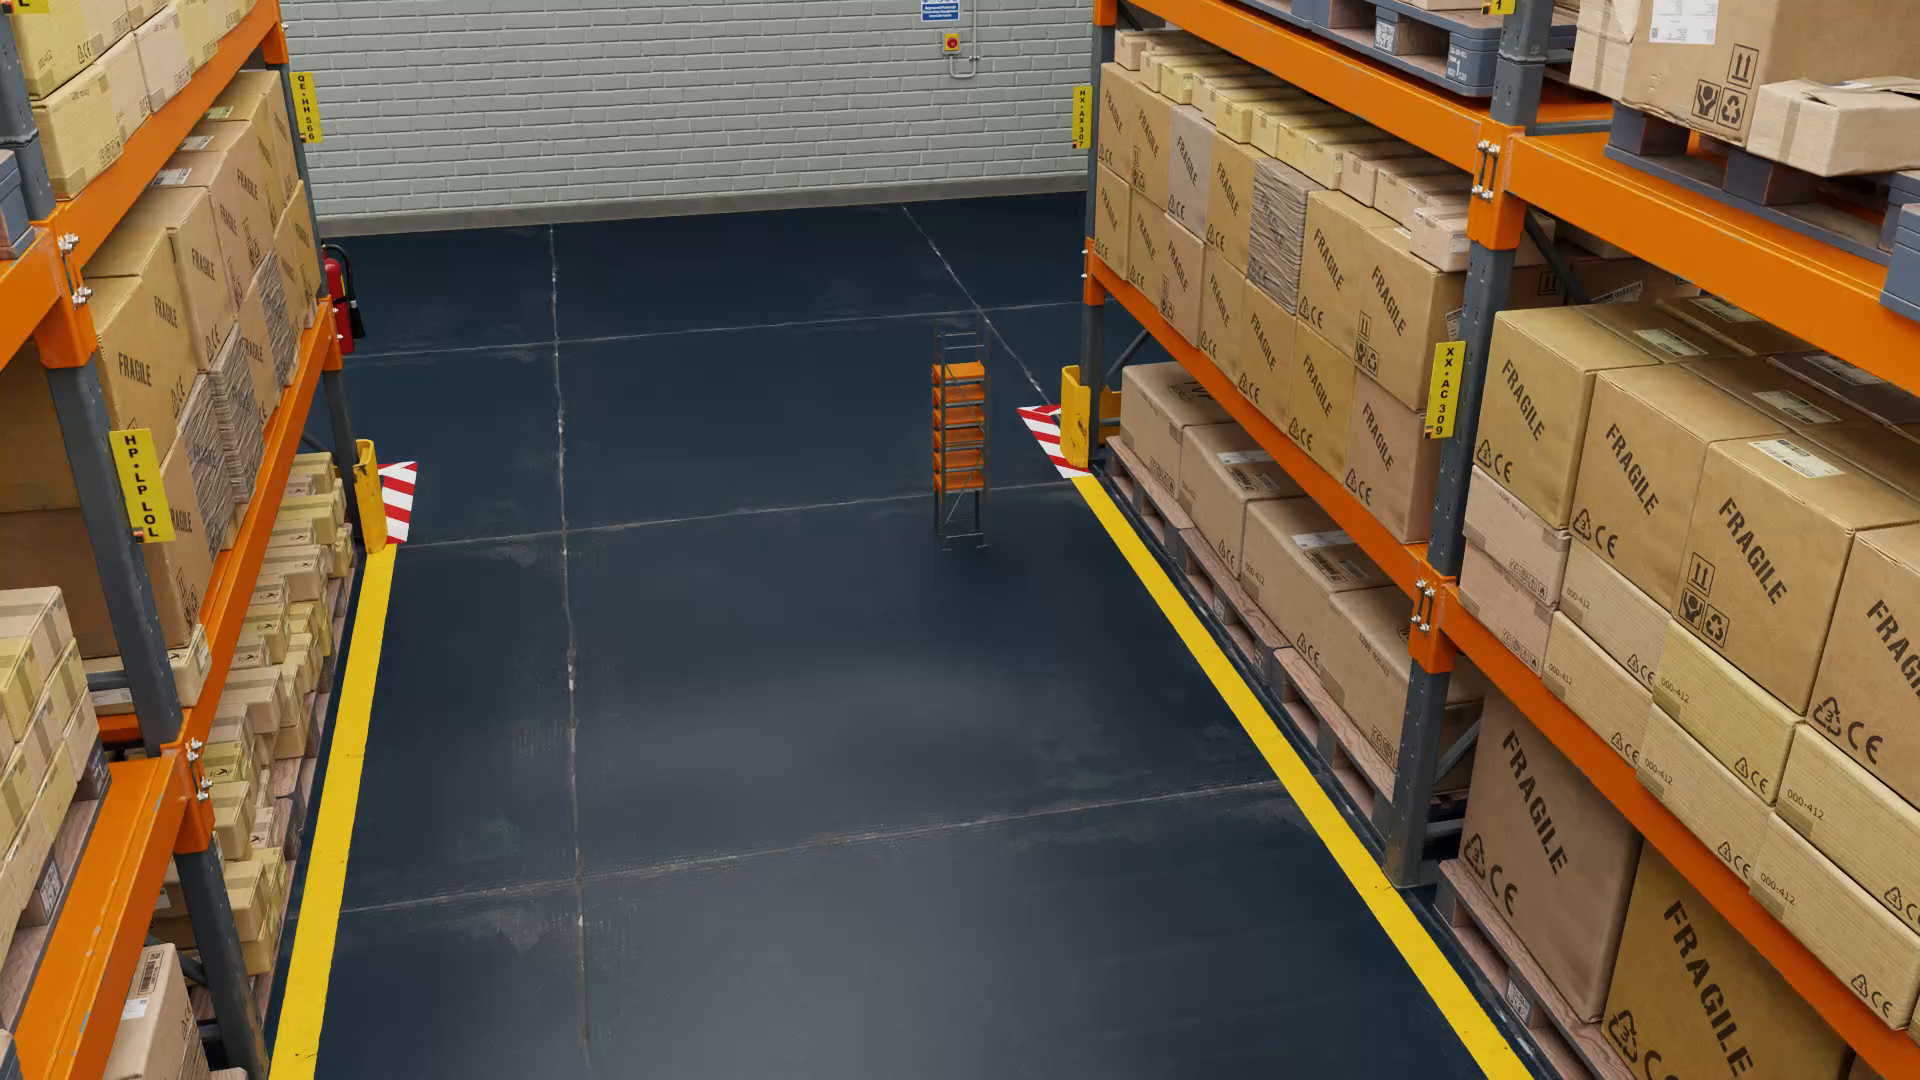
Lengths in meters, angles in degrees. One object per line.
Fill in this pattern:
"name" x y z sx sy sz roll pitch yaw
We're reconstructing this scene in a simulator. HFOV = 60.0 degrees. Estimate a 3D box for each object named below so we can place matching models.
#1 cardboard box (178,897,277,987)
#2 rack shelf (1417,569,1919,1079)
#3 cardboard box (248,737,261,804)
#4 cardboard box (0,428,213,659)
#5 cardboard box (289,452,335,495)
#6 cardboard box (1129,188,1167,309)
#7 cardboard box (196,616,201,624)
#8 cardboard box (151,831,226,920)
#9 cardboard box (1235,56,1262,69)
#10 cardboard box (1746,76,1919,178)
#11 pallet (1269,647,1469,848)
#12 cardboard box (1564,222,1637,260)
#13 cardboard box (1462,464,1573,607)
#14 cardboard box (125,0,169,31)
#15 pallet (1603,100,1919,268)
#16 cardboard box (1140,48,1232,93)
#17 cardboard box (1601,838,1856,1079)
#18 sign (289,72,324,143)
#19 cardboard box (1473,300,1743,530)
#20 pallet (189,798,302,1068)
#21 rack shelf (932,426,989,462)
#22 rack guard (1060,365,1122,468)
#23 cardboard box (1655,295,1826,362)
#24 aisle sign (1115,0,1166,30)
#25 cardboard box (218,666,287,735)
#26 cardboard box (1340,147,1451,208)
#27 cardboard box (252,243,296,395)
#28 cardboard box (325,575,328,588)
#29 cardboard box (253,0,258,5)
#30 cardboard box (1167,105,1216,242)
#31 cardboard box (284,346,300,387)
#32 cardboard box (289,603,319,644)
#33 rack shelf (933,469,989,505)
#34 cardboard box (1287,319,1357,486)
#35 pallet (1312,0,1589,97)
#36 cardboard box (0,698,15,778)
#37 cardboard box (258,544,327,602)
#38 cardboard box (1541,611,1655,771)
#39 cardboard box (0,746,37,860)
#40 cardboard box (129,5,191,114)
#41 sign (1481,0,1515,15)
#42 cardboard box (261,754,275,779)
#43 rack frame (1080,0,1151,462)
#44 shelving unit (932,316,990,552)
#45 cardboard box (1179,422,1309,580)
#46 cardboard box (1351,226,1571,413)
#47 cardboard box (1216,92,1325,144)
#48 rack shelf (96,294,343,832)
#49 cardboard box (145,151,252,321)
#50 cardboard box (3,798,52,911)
"cardboard box" -2.479 1.327 5.490 0.380 0.149 0.250 -7 28 -14
"rack shelf" 2.541 1.086 4.068 1.077 0.370 4.000 -6 27 -12
"cardboard box" -2.772 0.871 6.064 0.380 0.149 0.250 -7 28 -14
"cardboard box" -2.576 0.013 4.953 0.500 0.500 0.500 -6 27 -13
"cardboard box" -3.245 -0.296 8.045 0.380 0.149 0.250 -6 27 -11
"cardboard box" 1.158 -1.455 8.192 0.500 0.500 0.500 -6 27 -12
"cardboard box" -2.585 0.283 5.140 0.380 0.149 0.250 -5 27 -10
"cardboard box" -2.586 1.081 5.316 0.380 0.149 0.250 -5 27 -9
"cardboard box" 1.545 -2.403 8.242 0.380 0.149 0.250 -5 27 -11
"cardboard box" 2.034 -0.944 3.756 0.380 0.166 0.250 -8 28 -15
"pallet" 1.995 0.790 6.951 1.003 0.211 1.213 -6 27 -12
"cardboard box" 2.272 -1.059 5.578 0.380 0.149 0.250 -6 27 -12
"cardboard box" 1.915 -0.048 5.127 0.500 0.250 0.500 -7 28 -13
"cardboard box" -2.792 -1.739 5.148 0.500 0.250 0.500 -5 27 -11
"pallet" 2.345 -0.969 4.225 0.805 0.209 1.217 -7 28 -14
"cardboard box" 1.074 -2.232 7.903 0.380 0.149 0.250 -5 27 -10
"cardboard box" 2.519 1.308 4.722 0.875 0.875 0.875 -5 27 -10
"sign" -3.066 -2.028 7.803 0.100 0.325 0.005 -6 27 -12
"cardboard box" 1.909 -0.382 4.957 0.500 0.500 0.500 -6 27 -11
"pallet" -2.896 1.388 5.767 1.003 0.211 1.213 -6 27 -12
"rack shelf" 0.003 -0.490 8.487 0.258 0.103 0.180 -6 27 -12
"rack guard" 1.183 -0.764 9.708 1.175 0.500 0.348 -6 27 -12
"cardboard box" 2.435 -0.433 5.059 0.500 0.500 0.500 -5 27 -10
"aisle sign" 0.890 -3.032 8.543 0.394 0.787 0.004 -6 27 -12
"cardboard box" -2.754 0.616 6.238 0.380 0.149 0.250 -5 27 -10
"cardboard box" 1.636 -1.343 6.142 0.380 0.149 0.250 -6 27 -12
"cardboard box" -3.025 -0.880 6.724 0.500 0.500 0.500 -6 27 -11
"cardboard box" -3.157 0.200 7.722 0.380 0.149 0.250 -6 27 -12
"cardboard box" -3.251 -2.421 7.056 0.500 0.250 0.500 -7 28 -13
"cardboard box" 1.266 -1.669 7.508 0.500 0.500 0.500 -6 27 -12
"cardboard box" -3.092 -0.764 7.214 0.380 0.149 0.250 -5 27 -10
"cardboard box" -2.926 0.401 6.993 0.380 0.149 0.250 -5 27 -9
"rack shelf" 0.003 -0.275 8.595 0.258 0.103 0.180 -6 27 -12
"cardboard box" 1.615 -0.561 6.421 0.500 0.500 0.500 -7 28 -13
"pallet" 1.916 -1.773 5.703 1.003 0.211 1.213 -6 27 -12
"cardboard box" -2.311 0.481 3.621 0.380 0.149 0.250 -7 28 -13
"cardboard box" -2.951 0.154 7.155 0.380 0.149 0.250 -5 27 -10
"cardboard box" 2.050 0.401 4.793 0.500 0.250 0.500 -7 28 -13
"cardboard box" -2.314 0.605 3.705 0.380 0.149 0.250 -5 27 -9
"cardboard box" -2.777 -1.518 5.266 0.500 0.250 0.500 -5 27 -9
"sign" 1.550 -1.661 4.722 0.100 0.325 0.005 -6 27 -12
"cardboard box" -2.846 0.885 6.365 0.380 0.149 0.250 -7 28 -14
"rack frame" 1.189 -1.869 9.124 1.000 3.000 0.127 -6 27 -12
"shelving unit" 0.003 -0.529 8.467 0.258 1.200 0.189 -6 27 -12
"cardboard box" 1.649 -0.232 8.259 0.875 0.438 0.875 -5 27 -10
"cardboard box" 1.715 -0.783 5.752 0.500 0.500 0.500 -6 27 -12
"cardboard box" 1.307 -1.781 7.008 0.380 0.149 0.250 -7 28 -13
"rack shelf" -3.161 -0.123 6.463 1.077 0.370 4.000 -6 27 -12
"cardboard box" -2.903 -1.089 6.027 0.500 0.500 0.500 -7 28 -13
"cardboard box" -2.314 0.736 3.775 0.380 0.149 0.250 -6 27 -12
